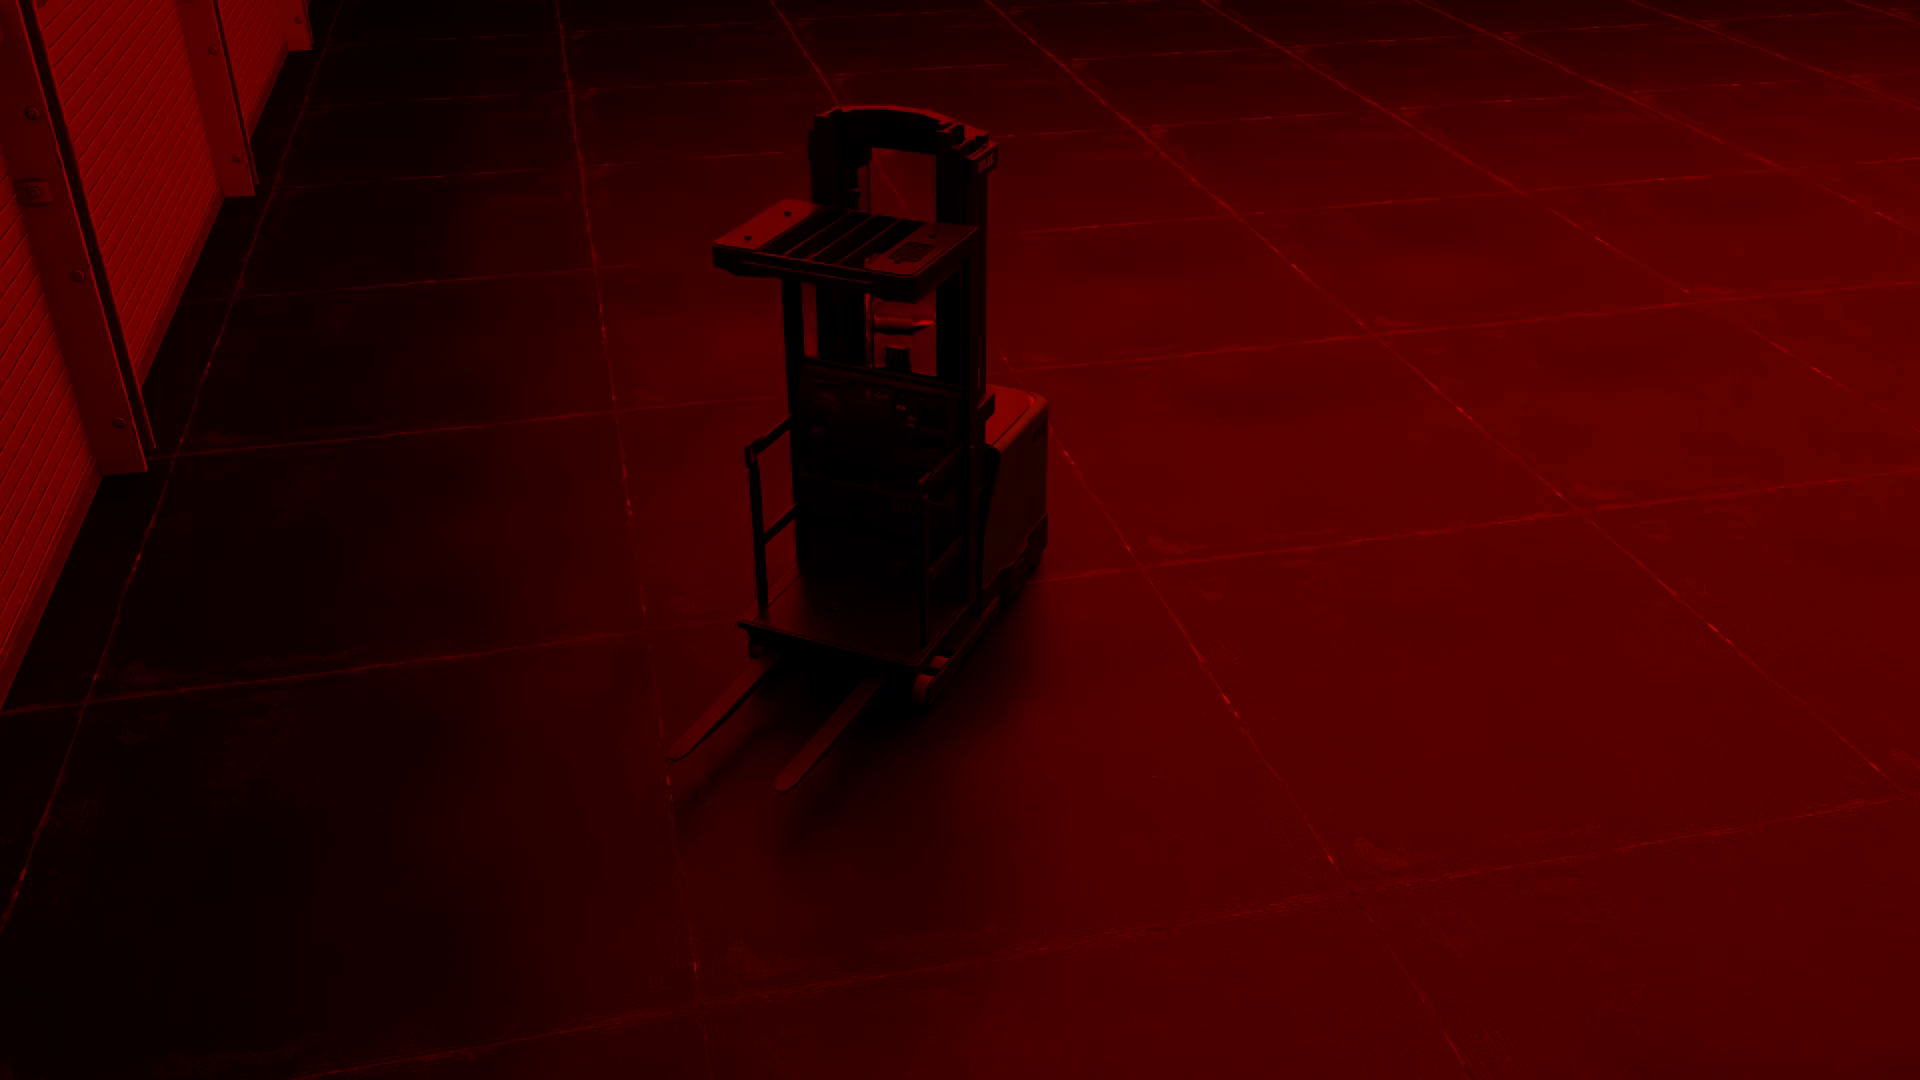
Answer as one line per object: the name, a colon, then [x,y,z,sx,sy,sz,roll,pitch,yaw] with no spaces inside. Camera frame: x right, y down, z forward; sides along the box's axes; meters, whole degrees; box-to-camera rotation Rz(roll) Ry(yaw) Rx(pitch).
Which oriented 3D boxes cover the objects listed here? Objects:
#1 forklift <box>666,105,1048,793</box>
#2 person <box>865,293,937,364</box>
forklift: [-0.526,-0.625,8.655,1.130,2.935,3.031,13,32,21]
person: [-0.395,-0.941,10.614,0.903,1.527,1.017,-4,30,-6]
